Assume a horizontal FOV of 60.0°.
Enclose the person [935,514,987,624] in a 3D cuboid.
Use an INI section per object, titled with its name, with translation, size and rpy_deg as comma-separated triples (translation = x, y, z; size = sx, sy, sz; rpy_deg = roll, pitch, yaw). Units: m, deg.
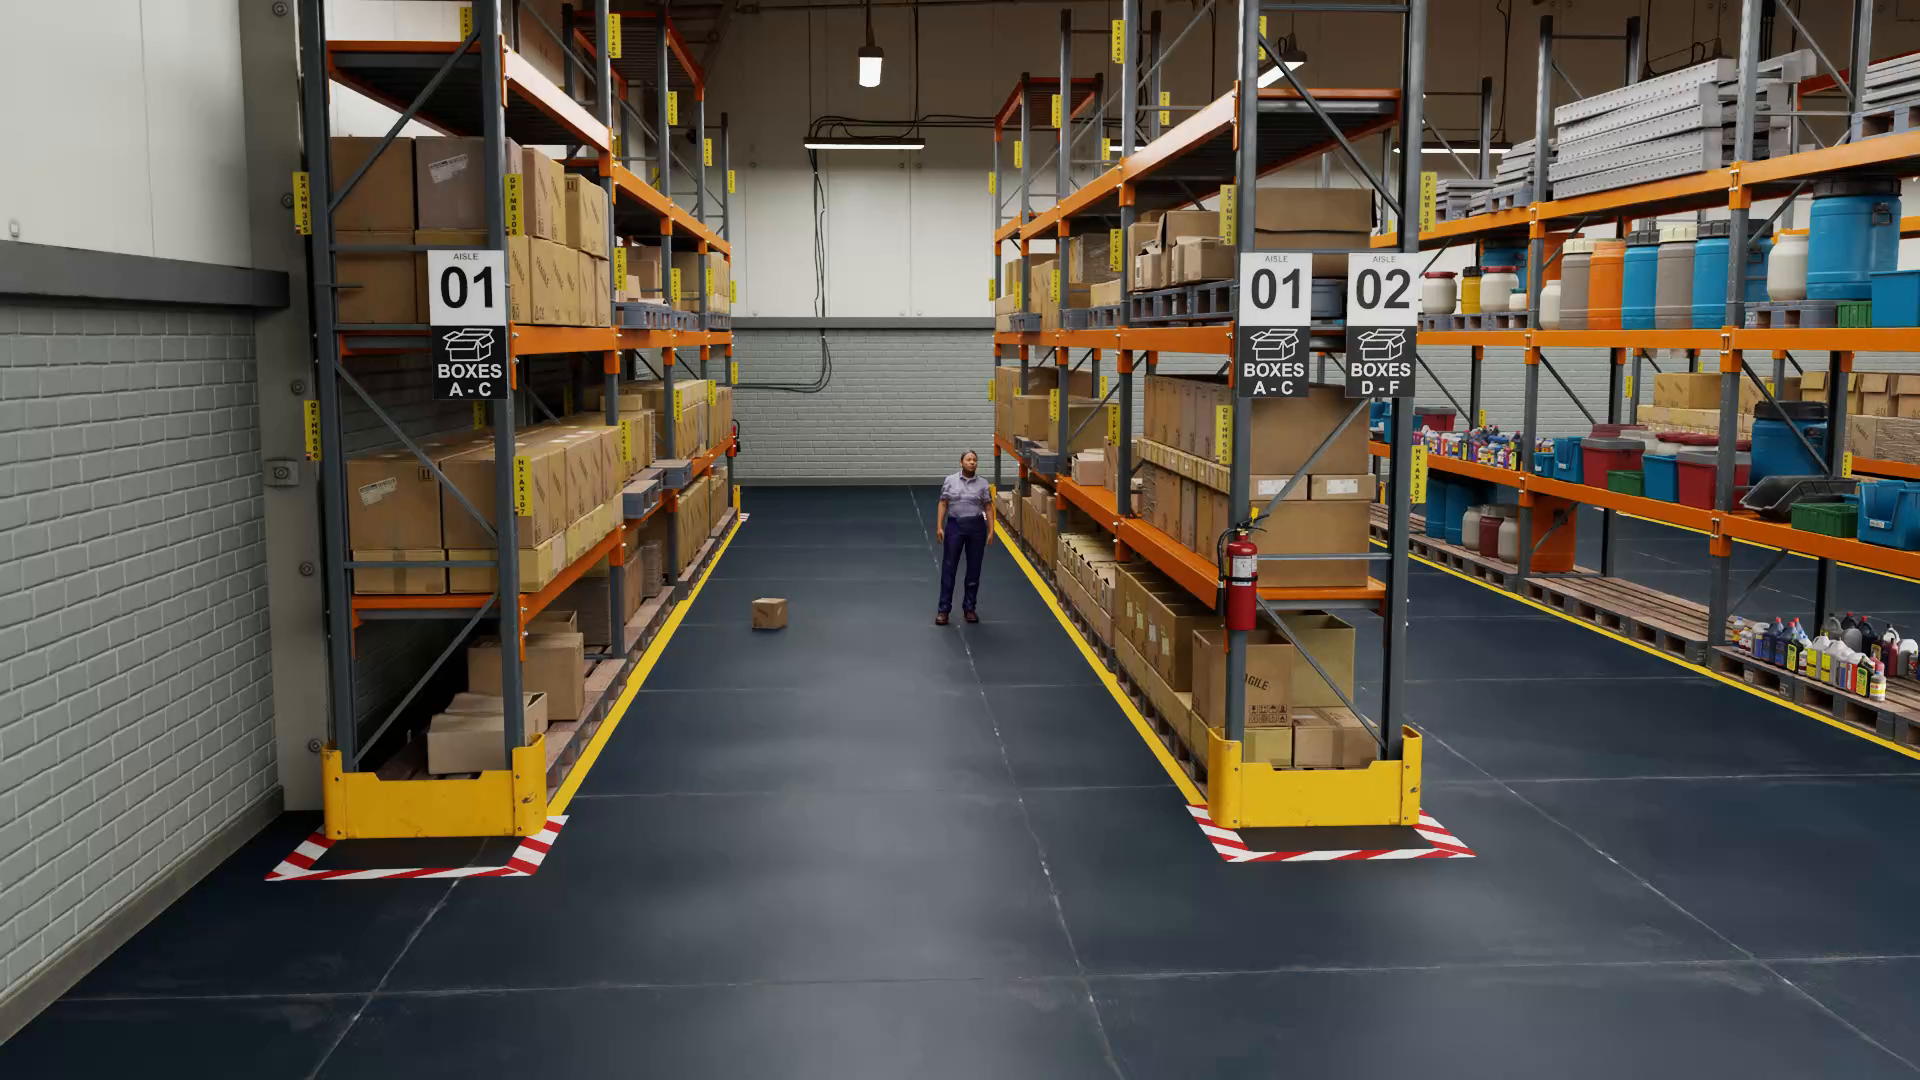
[person]
translation = 0.008, 0.266, 16.099
size = 0.525, 1.034, 0.501
rpy_deg = -1, 7, -4
